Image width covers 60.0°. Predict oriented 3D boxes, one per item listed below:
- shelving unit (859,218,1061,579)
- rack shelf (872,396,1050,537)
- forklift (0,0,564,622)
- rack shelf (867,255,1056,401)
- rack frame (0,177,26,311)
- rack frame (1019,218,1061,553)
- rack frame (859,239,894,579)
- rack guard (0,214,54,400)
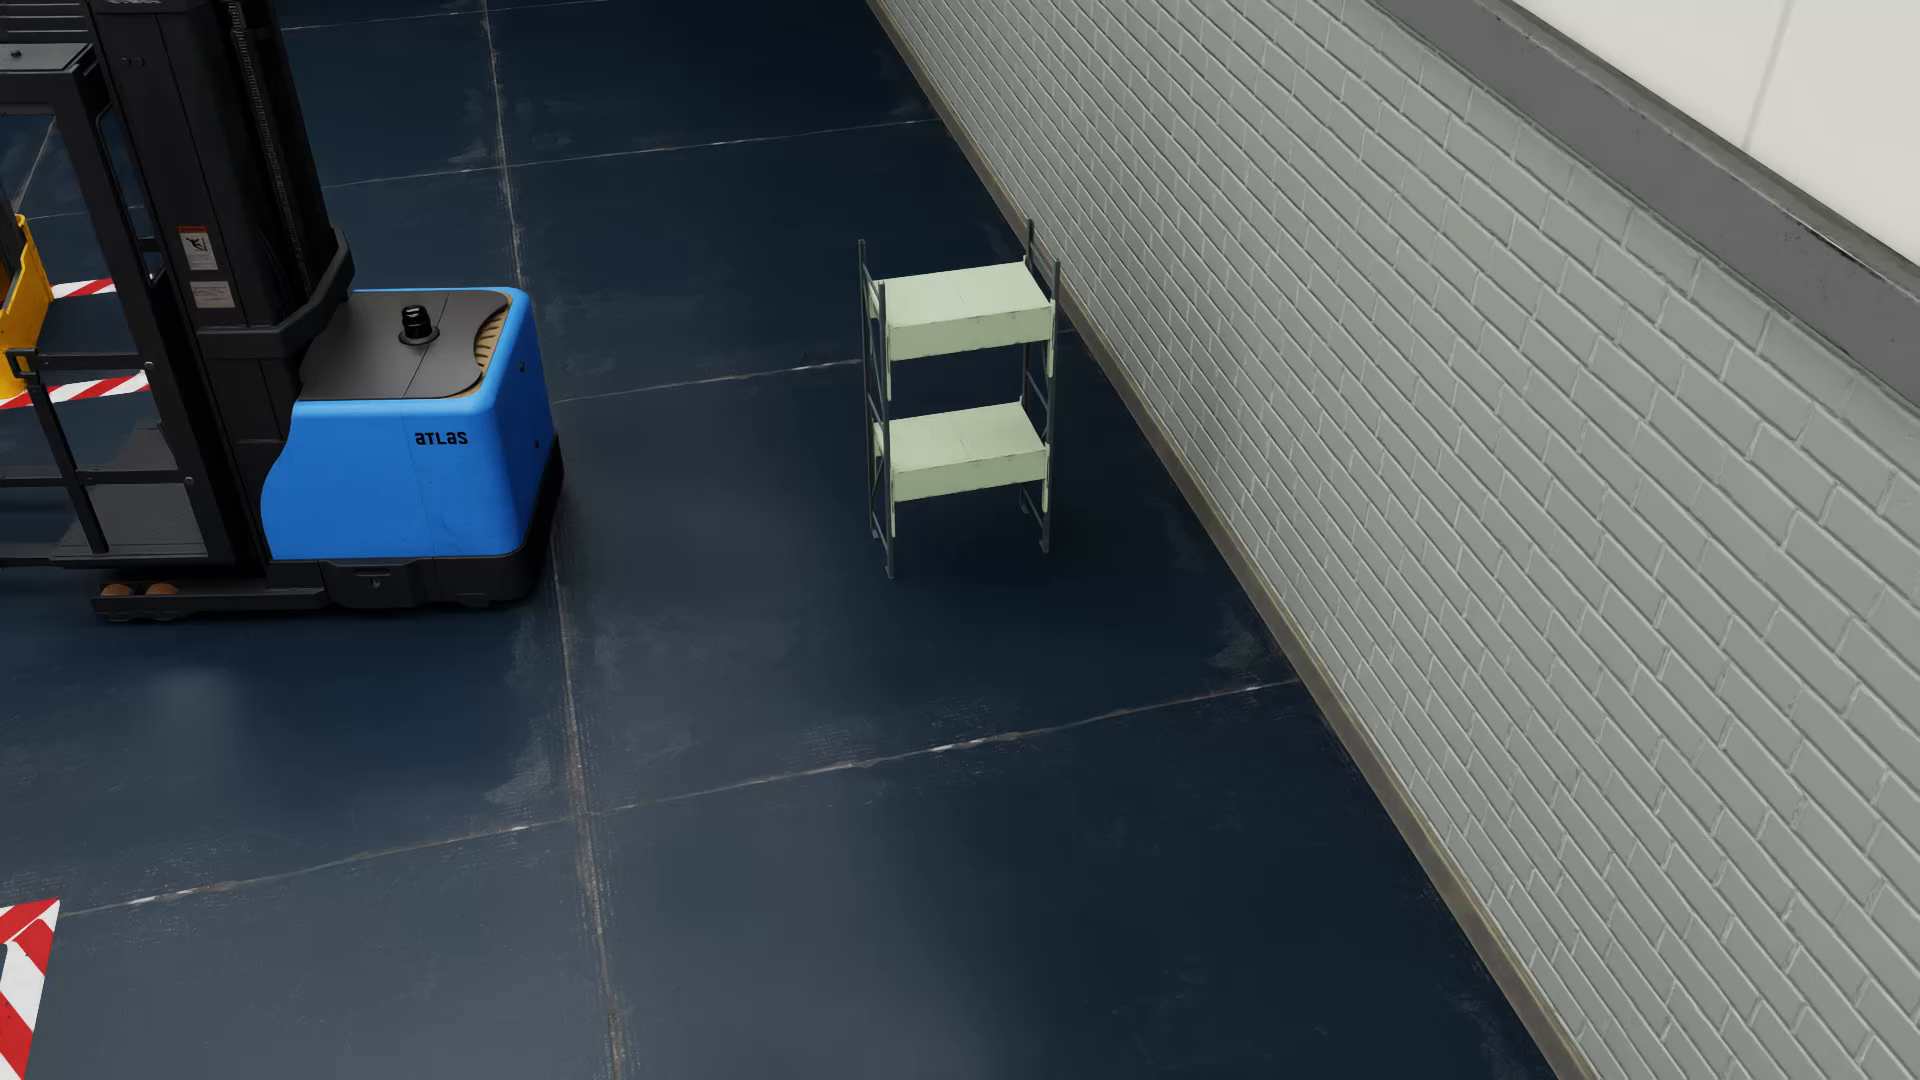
[{"bbox_3d":[-0.006,-0.595,7.293,0.755,1.500,0.431,-9,38,-12],"label":"shelving unit"},{"bbox_3d":[-0.006,-0.336,7.491,0.720,0.370,0.431,-9,38,-12],"label":"rack shelf"},{"bbox_3d":[-3.413,-1.134,6.820,3.031,2.935,1.130,-1,37,-1],"label":"forklift"},{"bbox_3d":[-0.006,-0.905,7.056,0.720,0.370,0.431,-9,38,-12],"label":"rack shelf"},{"bbox_3d":[-5.176,-2.270,8.249,0.127,3.000,1.000,-9,38,-12],"label":"rack frame"},{"bbox_3d":[0.347,-0.653,7.369,0.023,1.500,0.400,-9,38,-12],"label":"rack frame"},{"bbox_3d":[-0.360,-0.537,7.217,0.023,1.500,0.400,-9,38,-12],"label":"rack frame"},{"bbox_3d":[-5.249,-1.265,8.993,0.348,0.500,1.175,-9,38,-12],"label":"rack guard"}]
